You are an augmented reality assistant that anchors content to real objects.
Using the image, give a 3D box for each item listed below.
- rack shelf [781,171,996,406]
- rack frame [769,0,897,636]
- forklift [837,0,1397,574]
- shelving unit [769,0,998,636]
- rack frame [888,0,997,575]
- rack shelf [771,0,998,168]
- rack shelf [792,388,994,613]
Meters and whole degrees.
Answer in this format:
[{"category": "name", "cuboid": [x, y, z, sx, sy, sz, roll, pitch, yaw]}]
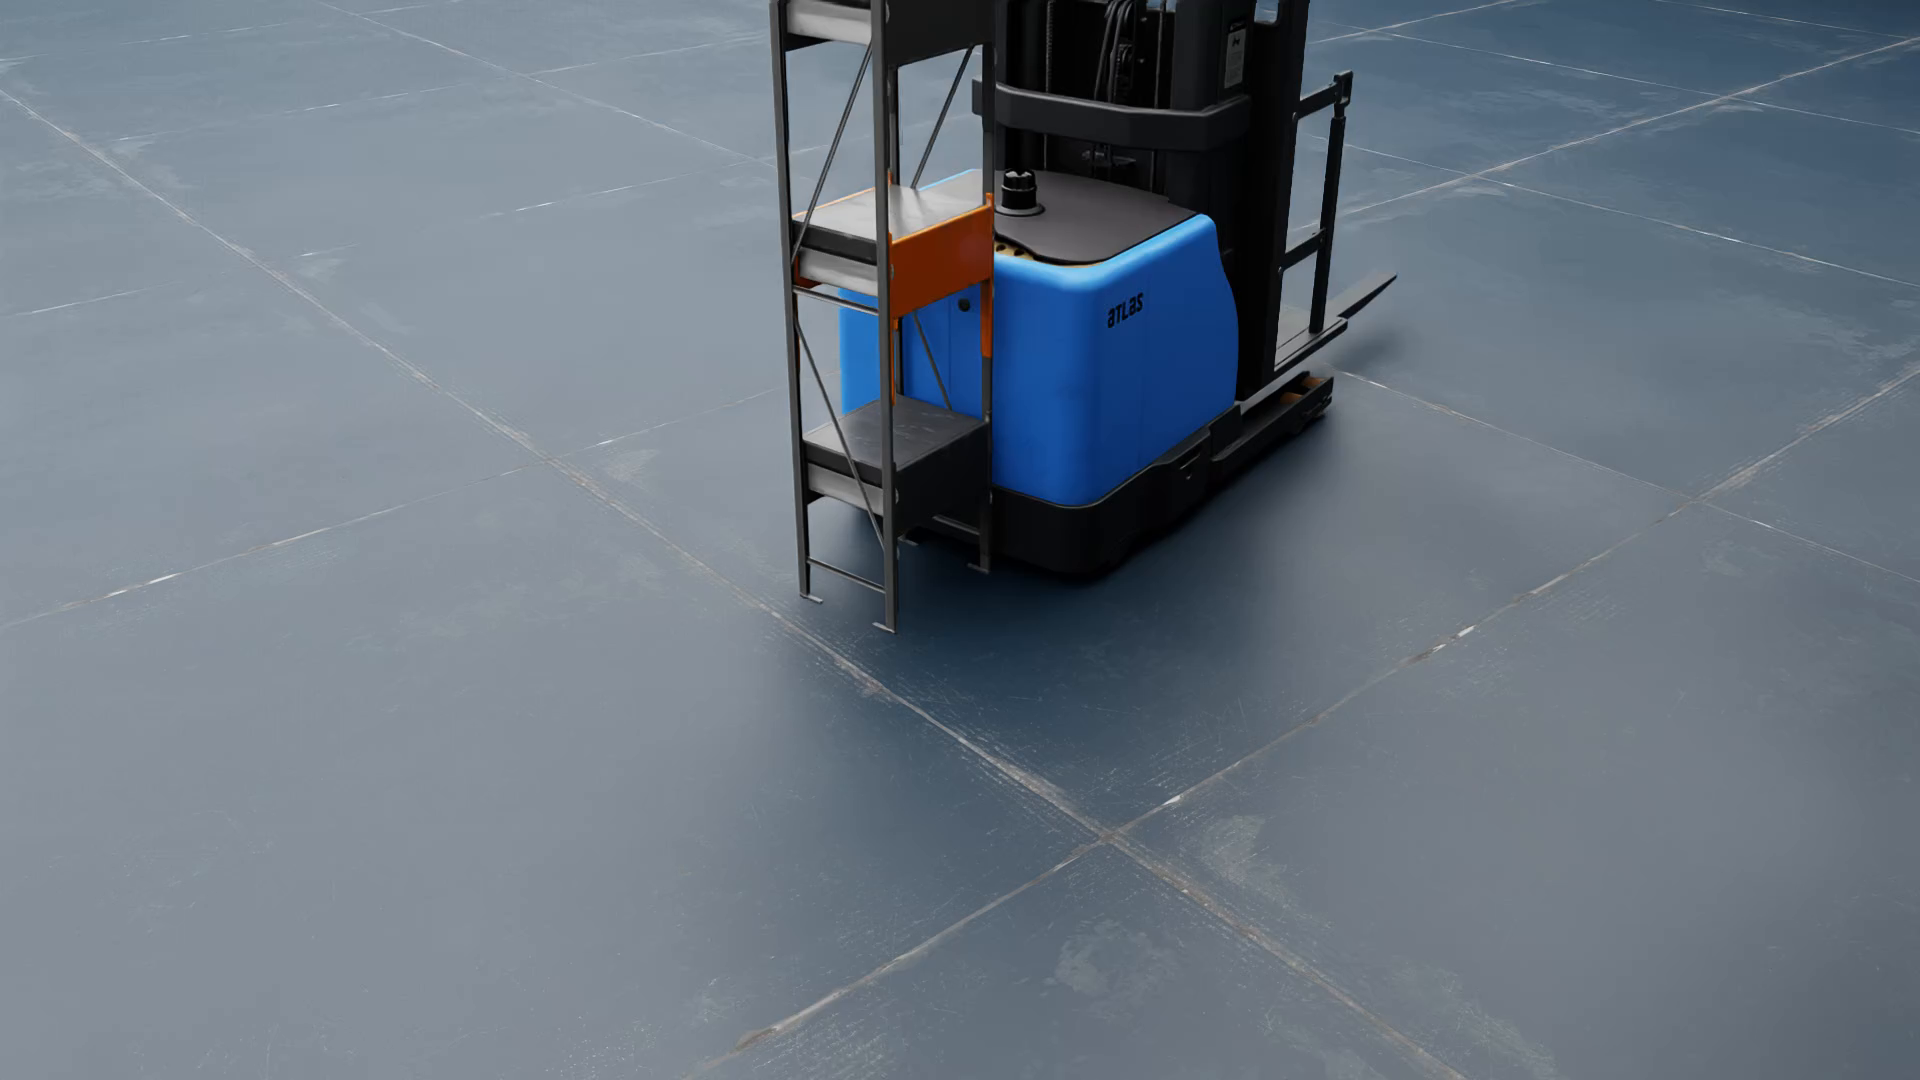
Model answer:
[{"category": "rack shelf", "cuboid": [-0.209, -0.766, 4.984, 0.431, 0.518, 0.480, 20, 34, 33]}, {"category": "rack frame", "cuboid": [-0.358, -0.687, 4.808, 0.400, 2.100, 0.015, 20, 34, 33]}, {"category": "forklift", "cuboid": [0.839, -1.824, 6.054, 1.130, 2.935, 3.031, 19, 33, 31]}, {"category": "shelving unit", "cuboid": [-0.209, -0.778, 4.978, 0.431, 2.100, 0.503, 20, 34, 33]}, {"category": "rack frame", "cuboid": [-0.059, -0.869, 5.148, 0.400, 2.100, 0.015, 20, 34, 33]}, {"category": "rack shelf", "cuboid": [-0.209, -1.383, 4.654, 0.431, 0.518, 0.480, 20, 34, 33]}, {"category": "rack shelf", "cuboid": [-0.209, -0.148, 5.314, 0.431, 0.518, 0.480, 20, 34, 33]}]
